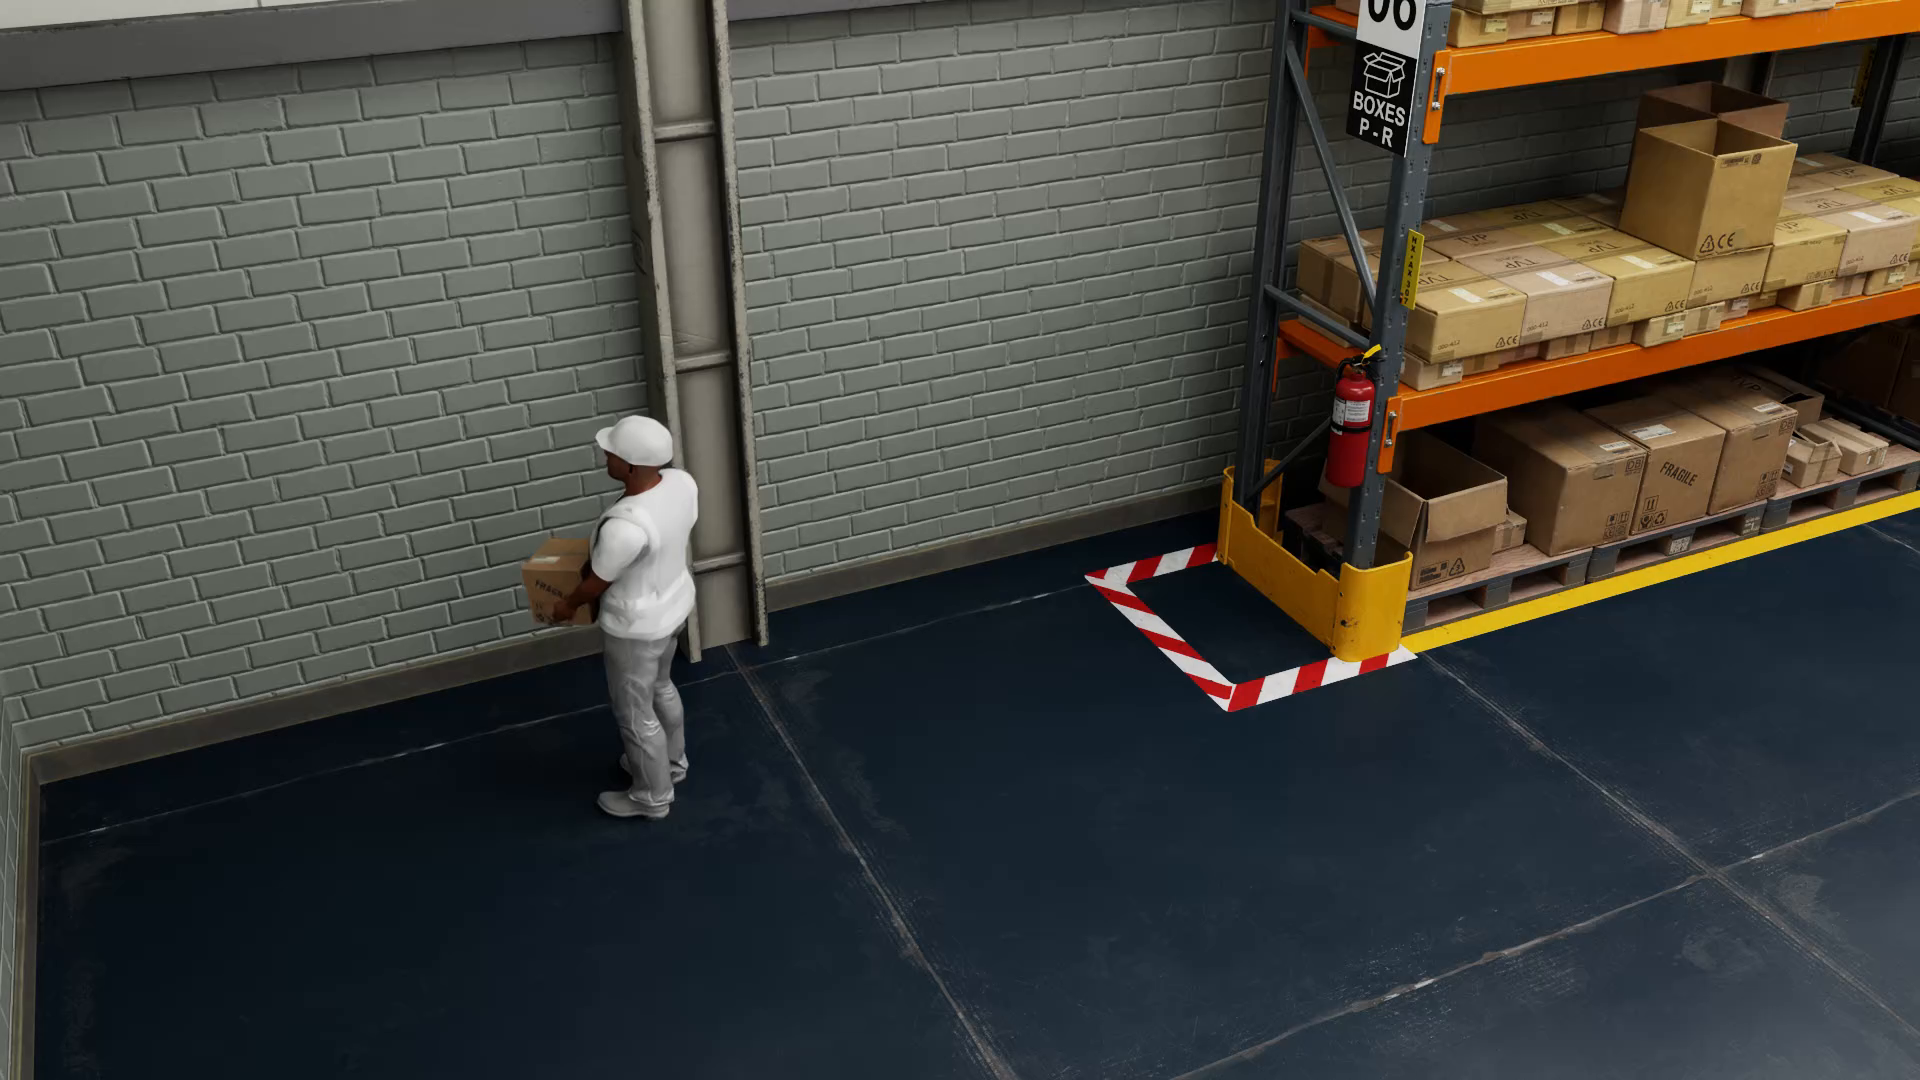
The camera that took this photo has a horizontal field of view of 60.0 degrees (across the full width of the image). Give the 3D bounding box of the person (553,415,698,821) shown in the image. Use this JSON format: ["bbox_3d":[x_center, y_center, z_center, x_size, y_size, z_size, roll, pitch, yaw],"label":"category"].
[{"bbox_3d":[-1.328,0.291,6.582,0.573,1.769,0.513,9,30,16],"label":"person"}]
